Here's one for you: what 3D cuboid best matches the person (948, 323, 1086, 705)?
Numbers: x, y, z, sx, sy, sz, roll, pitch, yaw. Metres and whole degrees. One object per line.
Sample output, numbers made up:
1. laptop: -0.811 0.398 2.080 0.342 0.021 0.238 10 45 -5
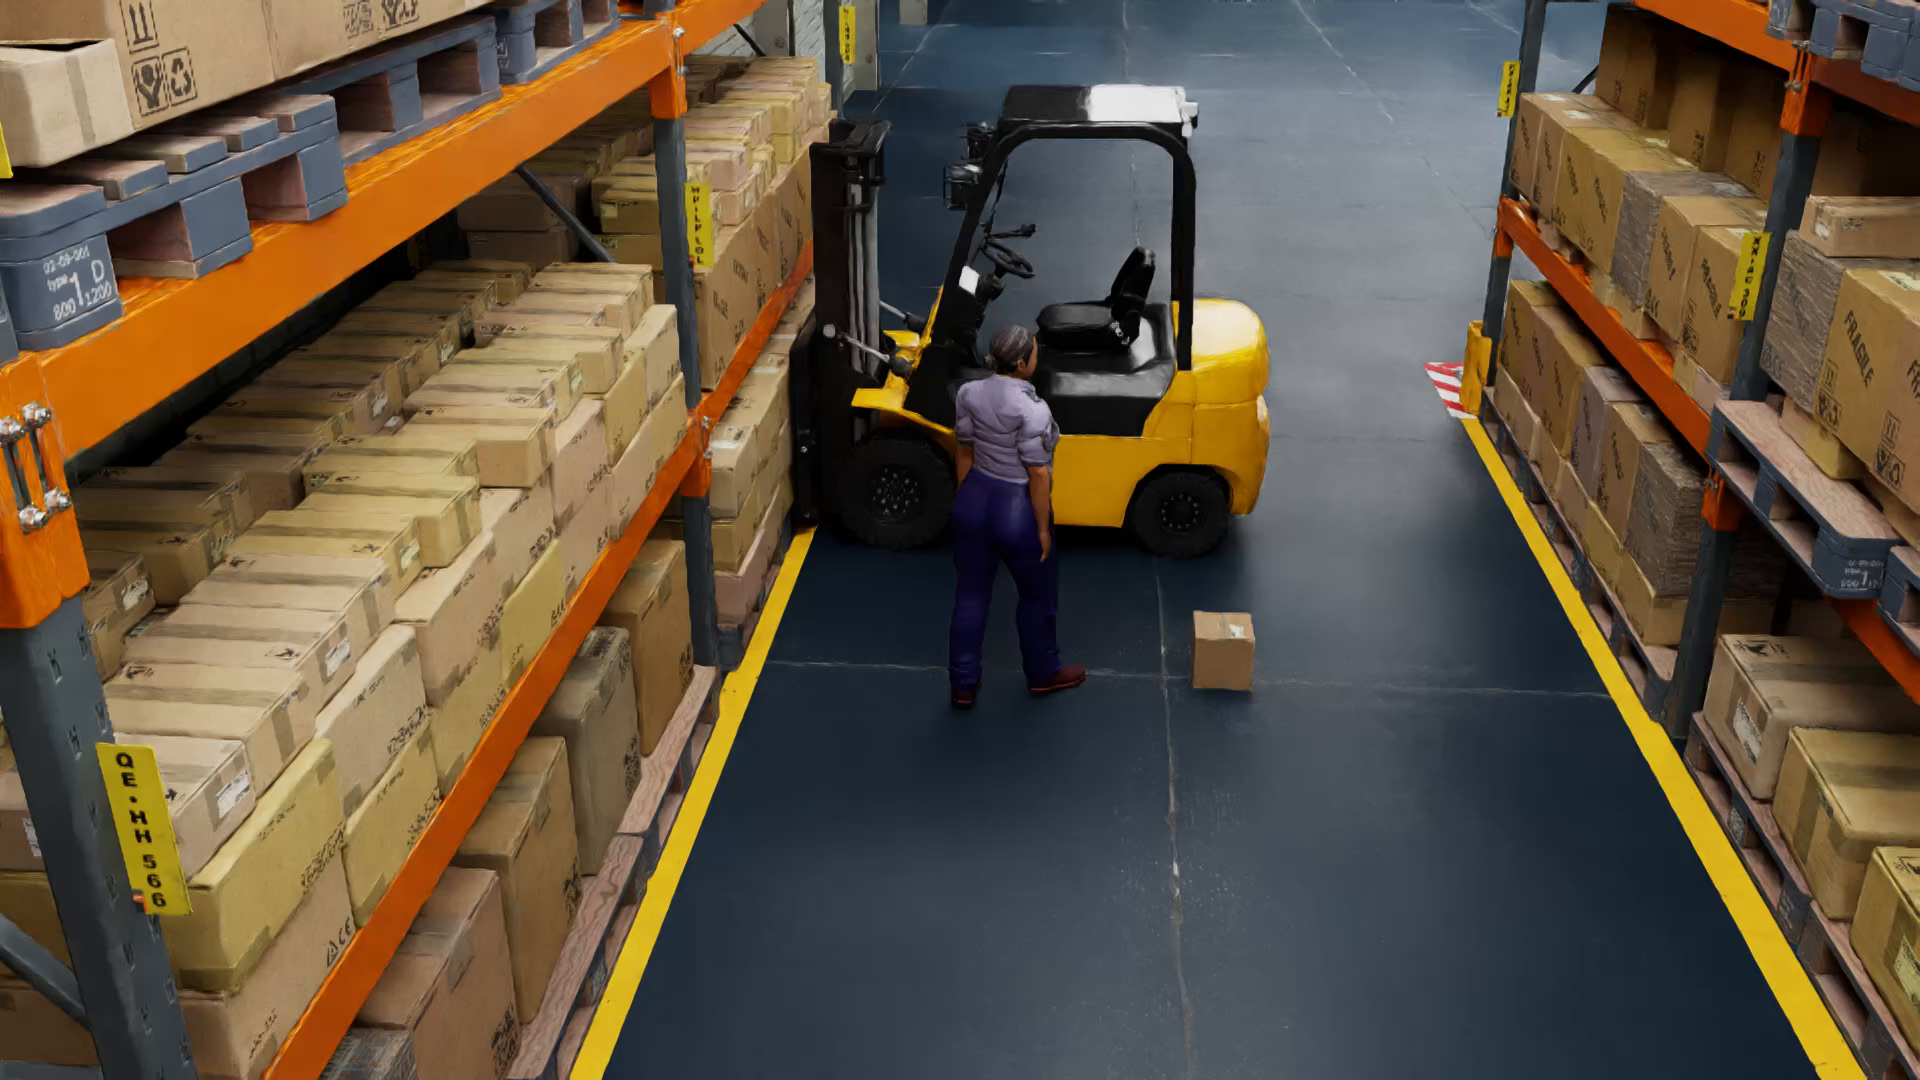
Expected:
1. person: 0.215 -0.110 6.849 0.489 1.643 0.571 15 29 30
